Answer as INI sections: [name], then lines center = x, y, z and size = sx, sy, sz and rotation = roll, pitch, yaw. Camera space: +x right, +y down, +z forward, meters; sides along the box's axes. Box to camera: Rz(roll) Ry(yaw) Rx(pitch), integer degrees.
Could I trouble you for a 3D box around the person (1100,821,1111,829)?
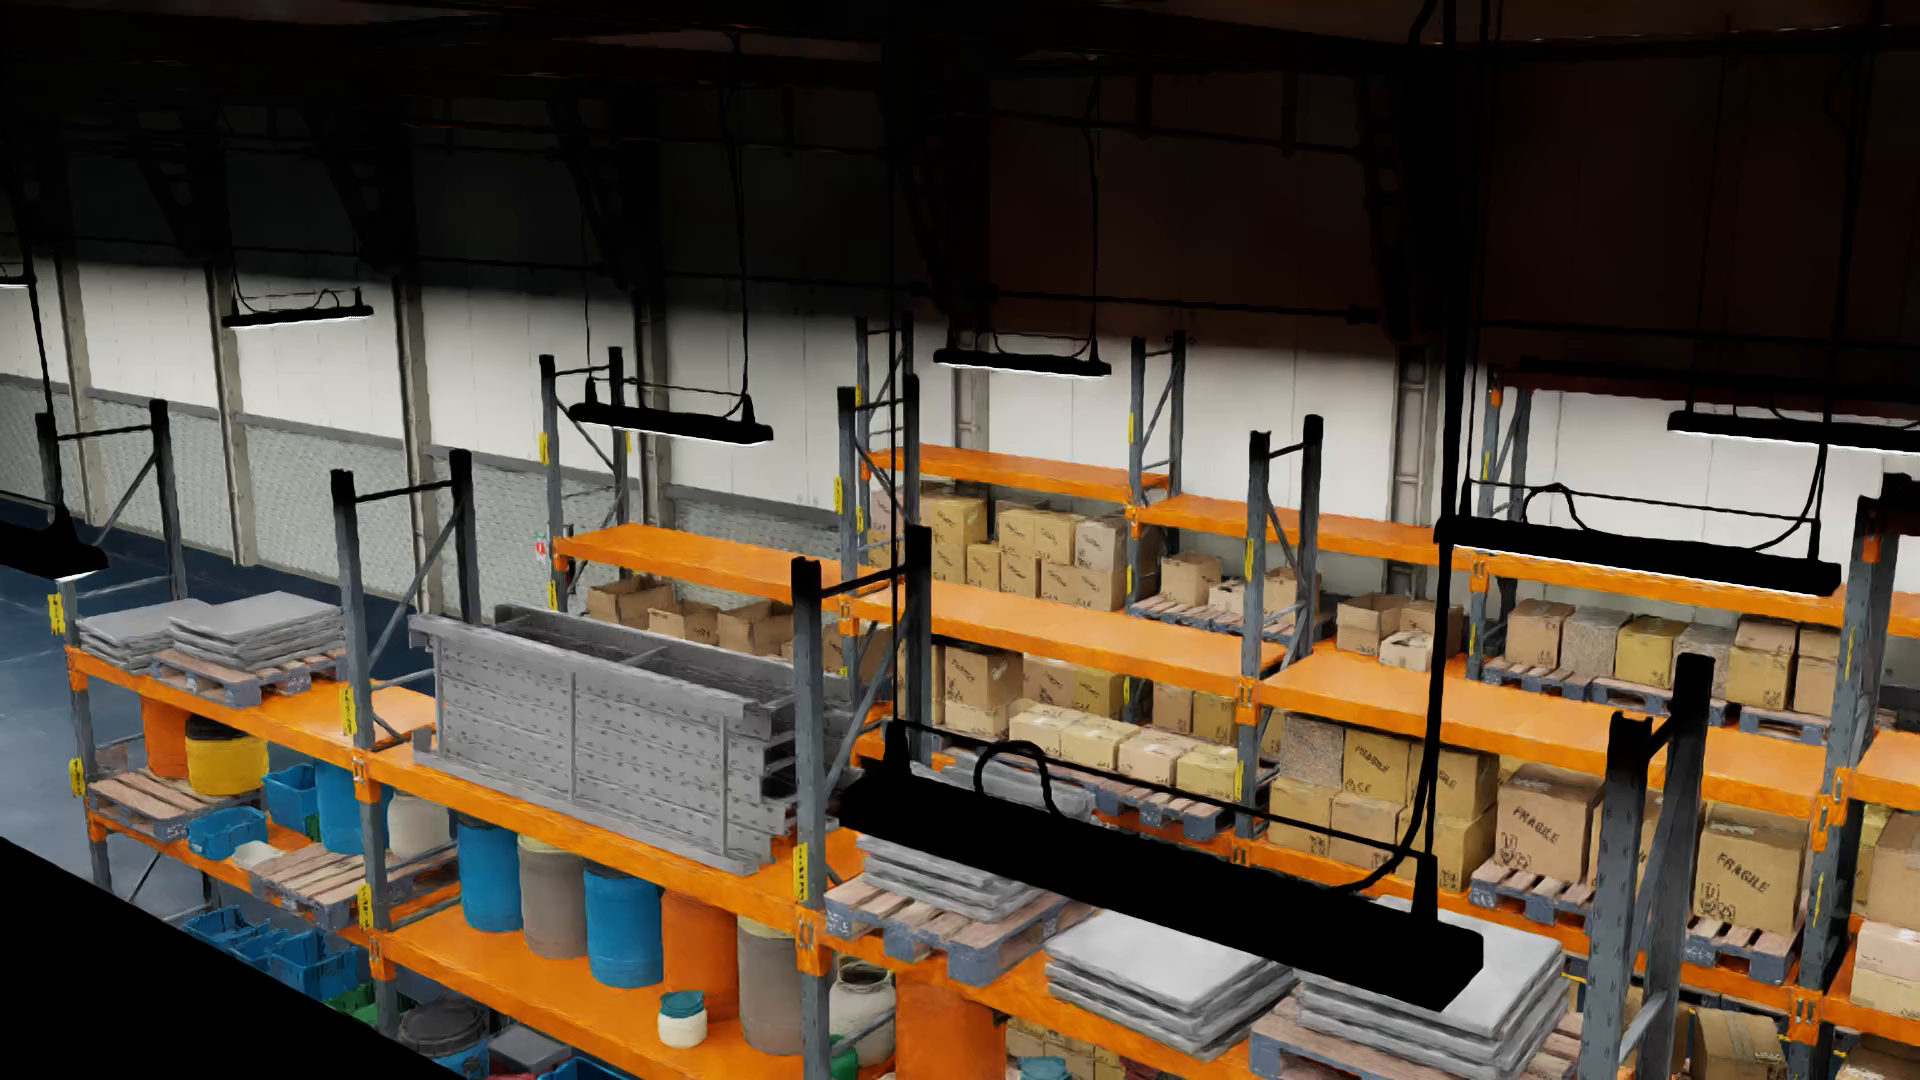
[person]
center = 1.366, 3.116, 18.090
size = 0.553, 1.671, 0.433
rotation = 2, 13, 10
